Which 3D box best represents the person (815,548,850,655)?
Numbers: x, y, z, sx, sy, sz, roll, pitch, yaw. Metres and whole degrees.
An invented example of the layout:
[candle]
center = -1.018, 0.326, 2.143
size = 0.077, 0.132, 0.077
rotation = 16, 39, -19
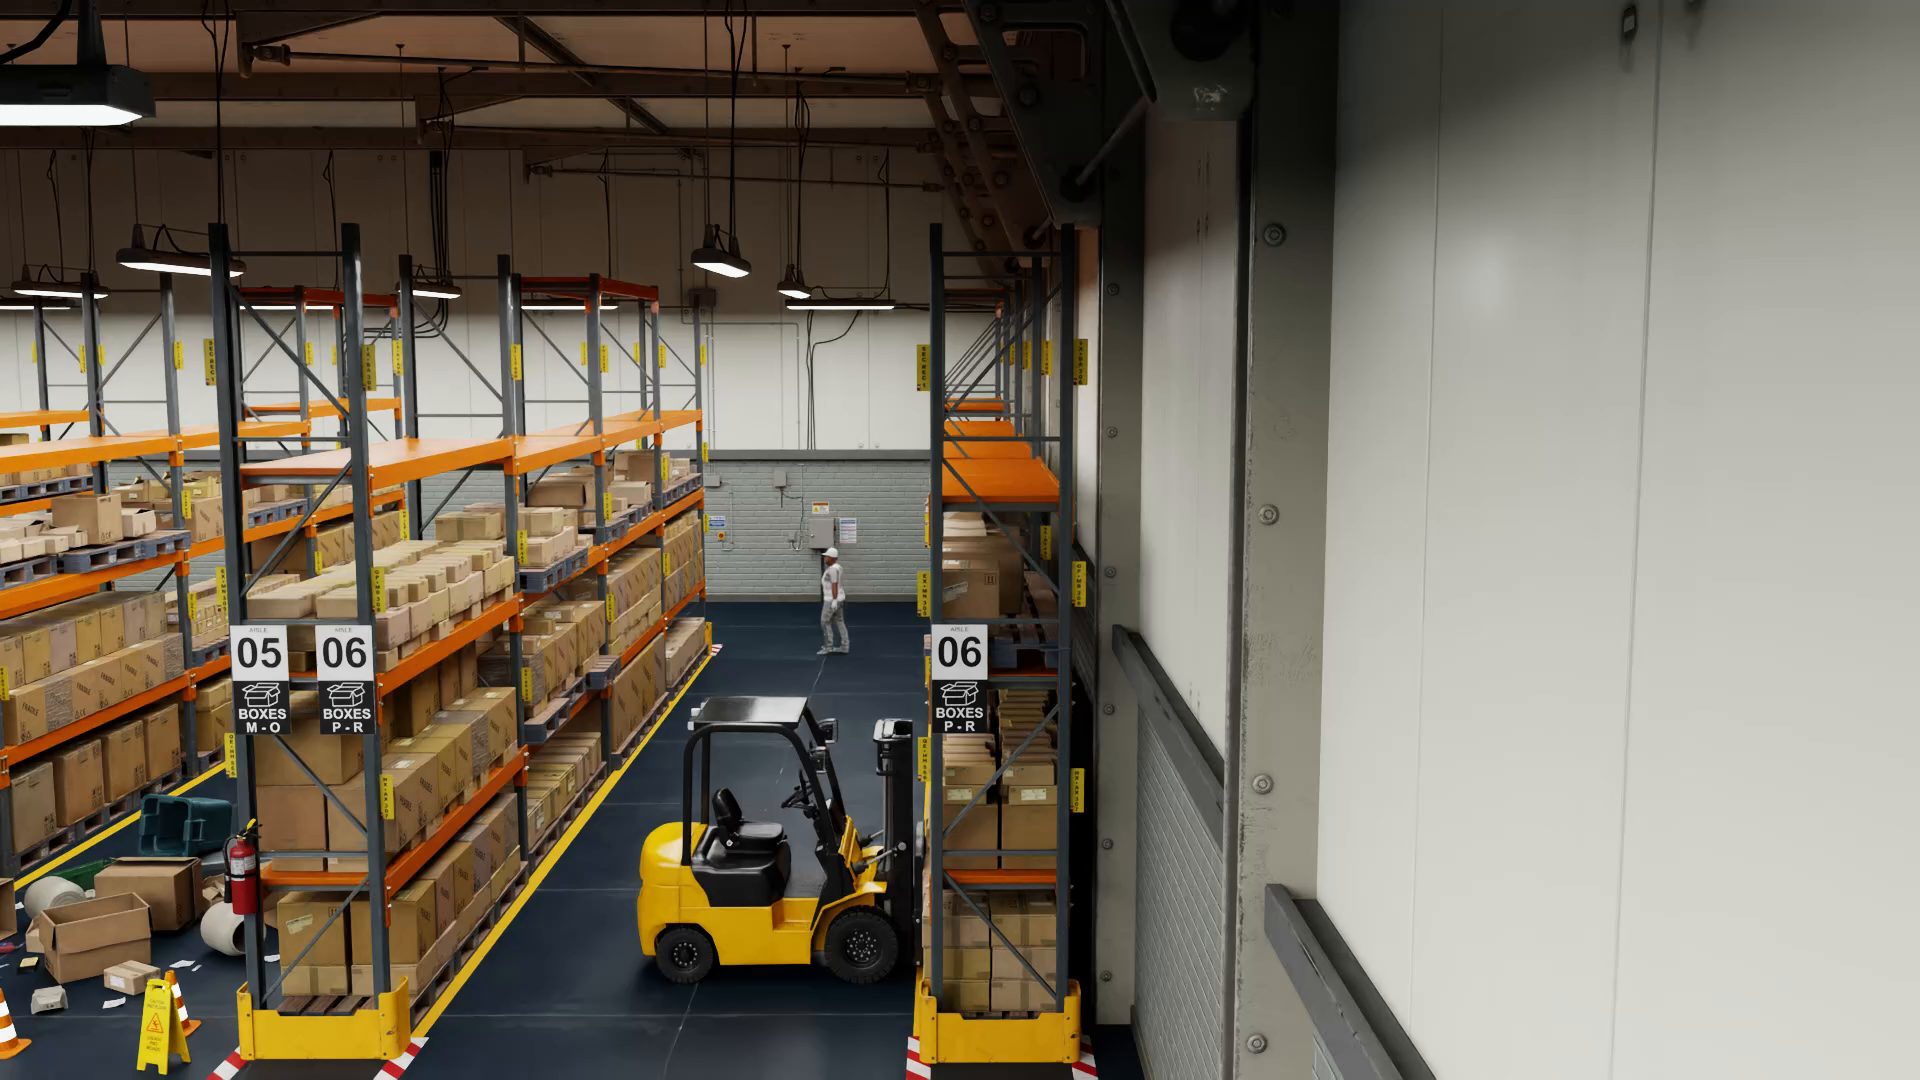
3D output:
[person]
center = -2.142, 1.038, 27.948
size = 0.580, 1.821, 0.614
rotation = 2, 7, 13
